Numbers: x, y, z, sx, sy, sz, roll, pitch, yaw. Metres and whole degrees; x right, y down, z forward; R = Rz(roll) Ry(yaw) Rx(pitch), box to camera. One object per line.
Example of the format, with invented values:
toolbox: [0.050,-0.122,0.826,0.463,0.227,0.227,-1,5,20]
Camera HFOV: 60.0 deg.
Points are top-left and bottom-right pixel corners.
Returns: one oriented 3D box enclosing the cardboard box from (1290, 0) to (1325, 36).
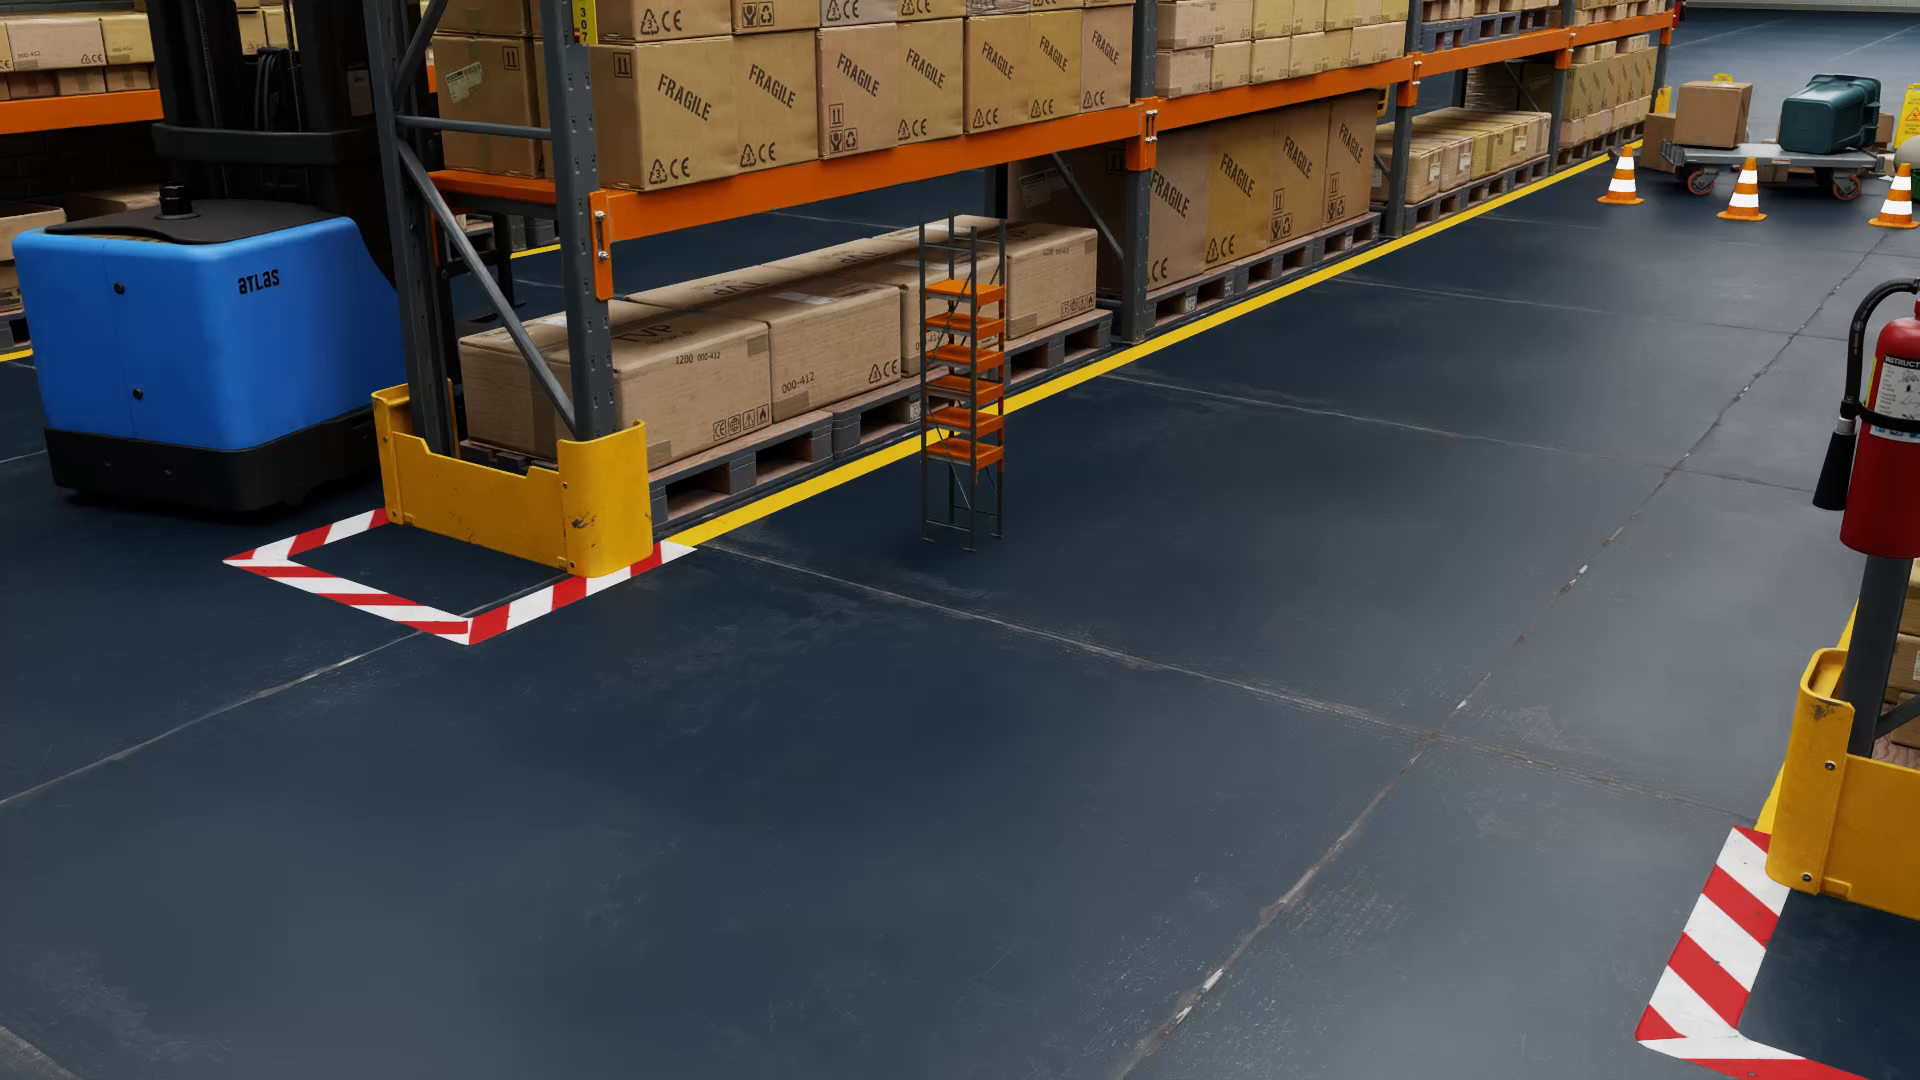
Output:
cardboard box: [1.917,-3.256,10.238,0.500,0.250,0.500,12,24,30]

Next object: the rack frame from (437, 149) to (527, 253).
rack frame: [-3.529,-3.547,11.531,1.000,3.000,0.127,13,24,32]

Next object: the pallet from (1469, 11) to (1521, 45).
pallet: [3.905,-4.214,13.609,1.003,0.211,1.213,13,24,32]

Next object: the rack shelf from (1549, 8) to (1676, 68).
rack shelf: [6.199,-5.112,16.798,1.077,0.370,4.000,13,24,32]

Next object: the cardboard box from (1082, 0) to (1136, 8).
cardboard box: [0.541,-2.907,8.214,0.500,0.500,0.500,13,24,31]

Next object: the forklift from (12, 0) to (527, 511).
forklift: [-2.659,-1.960,7.340,1.130,2.935,3.031,7,22,19]

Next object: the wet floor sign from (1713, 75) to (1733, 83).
wet floor sign: [8.315,-4.765,18.216,0.232,0.644,0.267,-14,25,-33]

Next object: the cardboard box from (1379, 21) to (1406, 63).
cardboard box: [2.757,-3.462,11.516,0.500,0.250,0.500,12,24,30]

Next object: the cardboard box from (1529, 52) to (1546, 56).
cardboard box: [5.756,-4.650,16.788,0.500,0.500,0.500,15,25,35]

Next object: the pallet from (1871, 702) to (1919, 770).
pallet: [3.009,0.564,4.437,1.003,0.211,1.213,13,24,32]

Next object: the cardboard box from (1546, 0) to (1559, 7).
cardboard box: [5.014,-4.753,14.548,0.380,0.149,0.250,14,24,33]

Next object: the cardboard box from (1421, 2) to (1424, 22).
cardboard box: [3.163,-3.864,12.144,0.380,0.149,0.250,12,23,29]

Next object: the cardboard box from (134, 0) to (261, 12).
cardboard box: [-4.457,-3.328,9.646,0.500,0.500,0.500,14,24,33]

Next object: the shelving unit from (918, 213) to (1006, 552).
shelving unit: [0.008,-0.567,6.068,0.258,1.200,0.189,13,24,32]

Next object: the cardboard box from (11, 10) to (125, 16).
cardboard box: [-5.166,-2.941,9.680,0.500,0.250,0.500,14,25,33]

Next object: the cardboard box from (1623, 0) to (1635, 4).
cardboard box: [6.376,-5.573,16.434,0.500,0.500,0.500,14,24,32]

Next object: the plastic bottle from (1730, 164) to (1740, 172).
plastic bottle: [7.351,-3.502,15.644,0.133,0.061,0.283,19,27,41]

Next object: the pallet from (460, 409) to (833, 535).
pallet: [-1.286,-0.369,6.959,1.003,0.211,1.213,13,24,32]

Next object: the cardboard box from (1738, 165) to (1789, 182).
cardboard box: [7.308,-3.408,15.096,0.258,0.266,0.396,-2,20,-5]

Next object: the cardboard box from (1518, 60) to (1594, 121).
cardboard box: [5.630,-4.251,15.711,0.500,0.500,0.500,15,25,34]

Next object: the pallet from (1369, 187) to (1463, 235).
pallet: [3.267,-2.644,13.108,1.003,0.211,1.213,13,24,32]

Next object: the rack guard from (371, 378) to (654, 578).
rack guard: [-1.684,-0.253,6.229,1.175,0.500,0.348,13,24,32]

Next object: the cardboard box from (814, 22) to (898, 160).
cardboard box: [-0.601,-1.854,6.809,0.500,0.500,0.500,13,24,32]

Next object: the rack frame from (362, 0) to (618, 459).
rack frame: [-1.671,-1.432,5.814,1.000,3.000,0.127,13,24,32]

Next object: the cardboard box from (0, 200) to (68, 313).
cardboard box: [-5.356,-1.583,9.213,0.797,0.503,0.637,12,24,30]

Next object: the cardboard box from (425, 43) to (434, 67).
cardboard box: [-3.628,-3.210,10.980,0.380,0.149,0.250,14,25,33]

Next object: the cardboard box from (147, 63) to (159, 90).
cardboard box: [-4.601,-2.682,9.555,0.380,0.149,0.250,12,24,30]

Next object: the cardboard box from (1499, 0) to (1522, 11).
cardboard box: [4.429,-4.463,13.764,0.380,0.149,0.250,13,24,32]

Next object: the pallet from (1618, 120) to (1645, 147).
pallet: [6.795,-4.467,18.038,1.003,0.211,1.213,13,24,32]

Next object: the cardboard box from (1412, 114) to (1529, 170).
cardboard box: [4.381,-3.482,14.537,0.950,0.372,0.625,15,25,35]

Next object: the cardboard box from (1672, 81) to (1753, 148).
cardboard box: [6.564,-3.720,14.509,0.500,0.500,0.500,13,24,32]

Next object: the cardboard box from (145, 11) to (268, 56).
cardboard box: [-4.465,-2.988,9.806,0.500,0.250,0.500,13,24,30]

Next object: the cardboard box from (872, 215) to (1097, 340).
cardboard box: [0.136,-1.416,8.858,0.875,0.438,0.875,13,24,31]

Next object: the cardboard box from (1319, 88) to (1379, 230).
cardboard box: [2.369,-2.746,11.823,0.875,0.875,0.875,13,24,31]

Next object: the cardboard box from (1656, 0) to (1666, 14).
cardboard box: [7.240,-5.662,17.610,0.380,0.149,0.250,13,24,31]

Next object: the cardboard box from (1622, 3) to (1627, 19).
cardboard box: [6.363,-5.228,16.438,0.380,0.149,0.250,13,24,32]

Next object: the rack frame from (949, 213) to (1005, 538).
rack frame: [0.060,-0.593,6.139,0.240,1.200,0.006,13,24,32]

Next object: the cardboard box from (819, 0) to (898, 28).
cardboard box: [-0.598,-2.329,6.653,0.500,0.500,0.500,13,24,31]

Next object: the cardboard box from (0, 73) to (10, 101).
cardboard box: [-5.262,-2.404,8.803,0.380,0.149,0.250,14,24,33]

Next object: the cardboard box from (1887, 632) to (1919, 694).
cardboard box: [2.541,0.297,4.212,0.380,0.149,0.250,13,24,30]

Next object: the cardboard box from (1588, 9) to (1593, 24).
cardboard box: [5.741,-4.950,15.686,0.380,0.149,0.250,13,24,32]

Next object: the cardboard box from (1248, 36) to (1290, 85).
cardboard box: [1.634,-2.877,9.936,0.500,0.250,0.500,13,24,31]

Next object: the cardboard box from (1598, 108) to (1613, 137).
cardboard box: [6.217,-4.208,16.674,0.500,0.250,0.500,13,24,31]

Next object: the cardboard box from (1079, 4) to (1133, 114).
cardboard box: [0.529,-2.444,8.405,0.500,0.500,0.500,14,24,32]

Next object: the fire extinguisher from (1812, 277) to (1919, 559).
fire extinguisher: [1.957,-0.303,3.408,0.296,0.674,0.183,13,24,32]

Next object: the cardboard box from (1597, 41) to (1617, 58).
cardboard box: [6.186,-4.805,16.274,0.380,0.149,0.250,15,25,35]

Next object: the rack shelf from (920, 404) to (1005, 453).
rack shelf: [0.008,-0.413,6.125,0.258,0.103,0.180,13,24,32]

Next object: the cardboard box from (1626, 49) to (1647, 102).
cardboard box: [6.798,-4.851,17.333,0.500,0.500,0.500,14,25,34]
